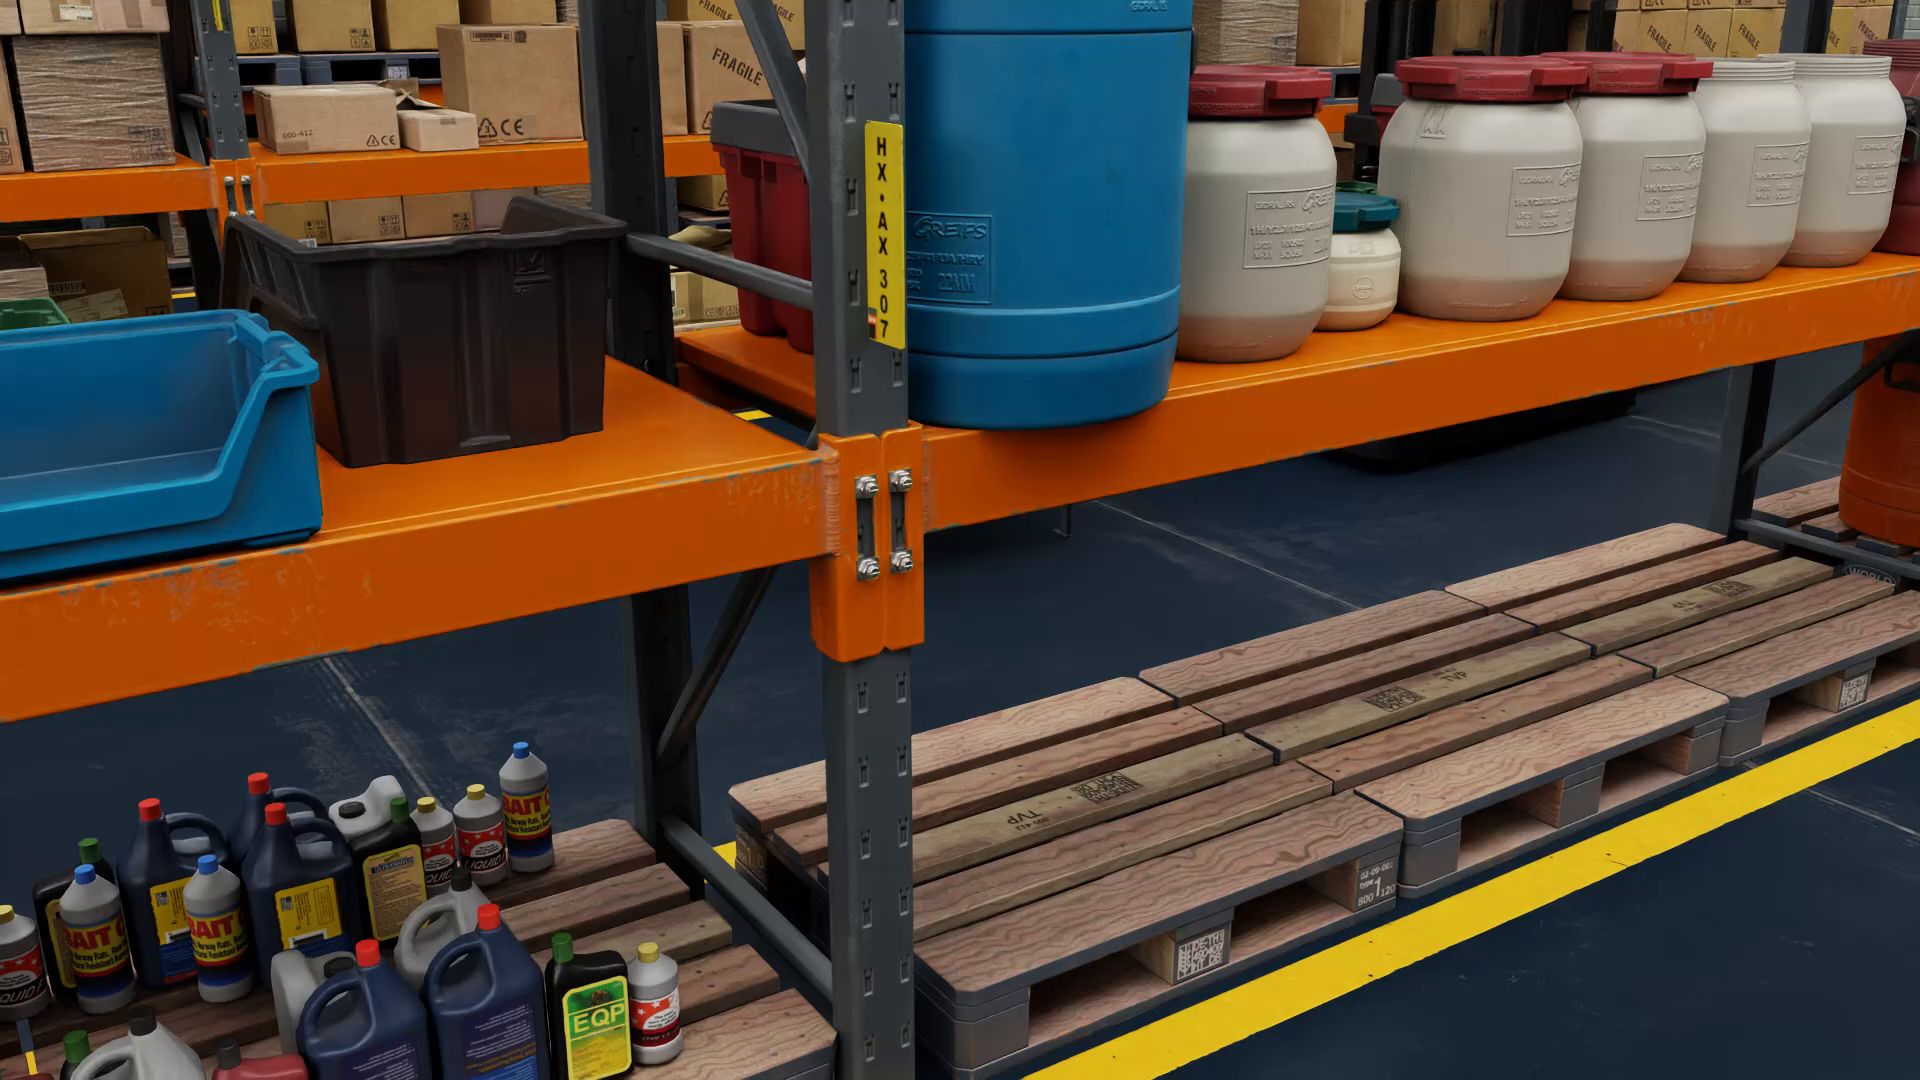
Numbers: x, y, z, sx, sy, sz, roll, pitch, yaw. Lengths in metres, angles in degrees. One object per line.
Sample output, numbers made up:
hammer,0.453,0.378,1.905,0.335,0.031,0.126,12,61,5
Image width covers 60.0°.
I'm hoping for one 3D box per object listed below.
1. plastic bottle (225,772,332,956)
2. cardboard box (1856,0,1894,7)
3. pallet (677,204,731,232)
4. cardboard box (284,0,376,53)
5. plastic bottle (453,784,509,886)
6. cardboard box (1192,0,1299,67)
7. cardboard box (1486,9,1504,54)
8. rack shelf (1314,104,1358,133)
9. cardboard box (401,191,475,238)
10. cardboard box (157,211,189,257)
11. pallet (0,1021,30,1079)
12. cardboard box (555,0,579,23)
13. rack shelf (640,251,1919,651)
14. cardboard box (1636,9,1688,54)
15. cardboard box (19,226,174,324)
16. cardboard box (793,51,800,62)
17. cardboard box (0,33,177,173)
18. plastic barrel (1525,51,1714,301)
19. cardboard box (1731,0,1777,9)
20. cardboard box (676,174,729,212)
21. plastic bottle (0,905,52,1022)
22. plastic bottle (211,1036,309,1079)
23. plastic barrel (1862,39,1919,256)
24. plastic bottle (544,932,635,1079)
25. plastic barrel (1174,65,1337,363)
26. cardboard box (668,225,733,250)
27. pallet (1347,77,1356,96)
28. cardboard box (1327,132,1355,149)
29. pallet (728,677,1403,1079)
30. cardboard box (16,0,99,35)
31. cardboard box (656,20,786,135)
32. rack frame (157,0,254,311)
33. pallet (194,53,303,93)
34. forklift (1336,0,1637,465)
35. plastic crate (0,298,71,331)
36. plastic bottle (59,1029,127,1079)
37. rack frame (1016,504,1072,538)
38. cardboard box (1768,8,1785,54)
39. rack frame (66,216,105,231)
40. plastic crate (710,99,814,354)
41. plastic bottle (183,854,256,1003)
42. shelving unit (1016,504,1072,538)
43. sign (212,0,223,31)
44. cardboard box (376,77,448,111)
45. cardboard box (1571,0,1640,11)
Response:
plastic bottle,-1.307,0.609,3.209,0.185,0.351,0.144,-11,22,-30
cardboard box,6.676,-4.277,12.495,0.500,0.500,0.500,-12,22,-32
pallet,-1.812,-2.621,13.667,1.213,0.211,1.003,-12,22,-31
cardboard box,-4.406,-3.676,11.590,0.500,0.500,0.700,-9,21,-24
plastic bottle,-0.996,0.605,3.453,0.097,0.201,0.097,0,19,0
cardboard box,1.548,-2.996,9.611,0.500,0.500,0.700,-8,20,-21
cardboard box,3.832,-3.407,11.484,0.500,0.500,0.500,-11,22,-31
rack shelf,1.886,-2.510,10.109,4.000,0.370,1.077,-12,22,-31
cardboard box,-3.979,-2.552,12.325,0.500,0.500,0.700,-12,22,-32
cardboard box,-5.247,-2.277,11.512,0.500,0.500,0.700,-11,22,-30
pallet,-2.008,1.176,2.437,1.213,0.211,1.003,-12,22,-31
cardboard box,-2.899,-3.993,12.530,0.500,0.500,0.700,-15,24,-38
rack shelf,1.266,-0.480,4.104,4.000,0.370,1.077,-12,22,-31
cardboard box,4.557,-3.359,11.339,0.500,0.500,0.500,-11,22,-30
cardboard box,-3.685,-1.048,7.127,0.500,0.500,0.500,-12,22,-31
cardboard box,-1.484,-3.853,13.319,0.250,0.149,0.380,-12,22,-32
cardboard box,-3.493,-1.762,6.616,0.500,0.500,0.700,-13,22,-33
plastic barrel,1.489,-0.848,3.858,0.433,0.535,0.433,0,19,0
cardboard box,5.395,-4.005,11.689,0.500,0.500,0.500,-11,22,-30
cardboard box,-1.826,-3.098,13.426,0.750,0.750,0.750,-12,22,-32
plastic bottle,-1.714,0.757,3.005,0.097,0.201,0.097,0,19,0
plastic bottle,-1.057,0.874,2.530,0.133,0.283,0.061,-10,21,-28
plastic barrel,2.715,-1.075,4.528,0.708,0.536,0.600,-12,22,-31
plastic bottle,-0.625,0.783,2.800,0.133,0.283,0.061,-11,21,-29
plastic barrel,0.515,-0.643,3.250,0.433,0.535,0.433,0,19,0
cardboard box,-1.245,-1.463,8.651,0.500,0.311,0.500,-13,22,-33
pallet,2.829,-3.001,10.737,1.213,0.211,1.003,-12,22,-31
cardboard box,3.639,-4.097,16.927,0.500,0.500,0.700,-12,22,-31
pallet,0.230,0.704,3.833,1.213,0.211,1.003,-12,22,-31
cardboard box,-3.442,-2.001,6.310,0.250,0.149,0.380,-12,22,-33
cardboard box,-1.177,-2.246,8.049,0.500,0.500,0.500,-13,23,-34
rack frame,-3.125,-1.794,6.868,0.127,3.000,1.000,-12,22,-31
pallet,-5.135,-3.123,11.099,1.213,0.211,1.003,-12,22,-31
forklift,2.649,-2.074,7.802,3.031,2.935,1.130,-14,23,-36
plastic crate,-1.693,-0.205,2.497,0.662,0.188,0.450,-12,22,-31
plastic bottle,-1.292,0.868,2.547,0.133,0.283,0.061,-12,22,-31
rack frame,0.300,-0.774,6.192,0.023,1.500,0.400,-12,22,-31
cardboard box,5.821,-3.625,12.127,0.500,0.500,0.500,-12,22,-31
rack frame,-5.853,-3.118,10.785,0.127,3.000,1.000,-12,22,-31
plastic crate,-0.168,-0.666,3.431,0.583,0.464,0.402,-12,22,-31
plastic bottle,-1.361,0.705,3.050,0.097,0.271,0.097,0,19,0
shelving unit,-0.006,-0.709,6.001,0.755,1.500,0.431,-12,22,-31
sign,-2.819,-2.094,6.278,0.005,0.325,0.100,-12,22,-31
cardboard box,-2.492,-1.934,7.493,0.258,0.266,0.396,-13,22,-33
cardboard box,4.104,-3.732,10.883,0.500,0.500,0.500,-11,22,-30
